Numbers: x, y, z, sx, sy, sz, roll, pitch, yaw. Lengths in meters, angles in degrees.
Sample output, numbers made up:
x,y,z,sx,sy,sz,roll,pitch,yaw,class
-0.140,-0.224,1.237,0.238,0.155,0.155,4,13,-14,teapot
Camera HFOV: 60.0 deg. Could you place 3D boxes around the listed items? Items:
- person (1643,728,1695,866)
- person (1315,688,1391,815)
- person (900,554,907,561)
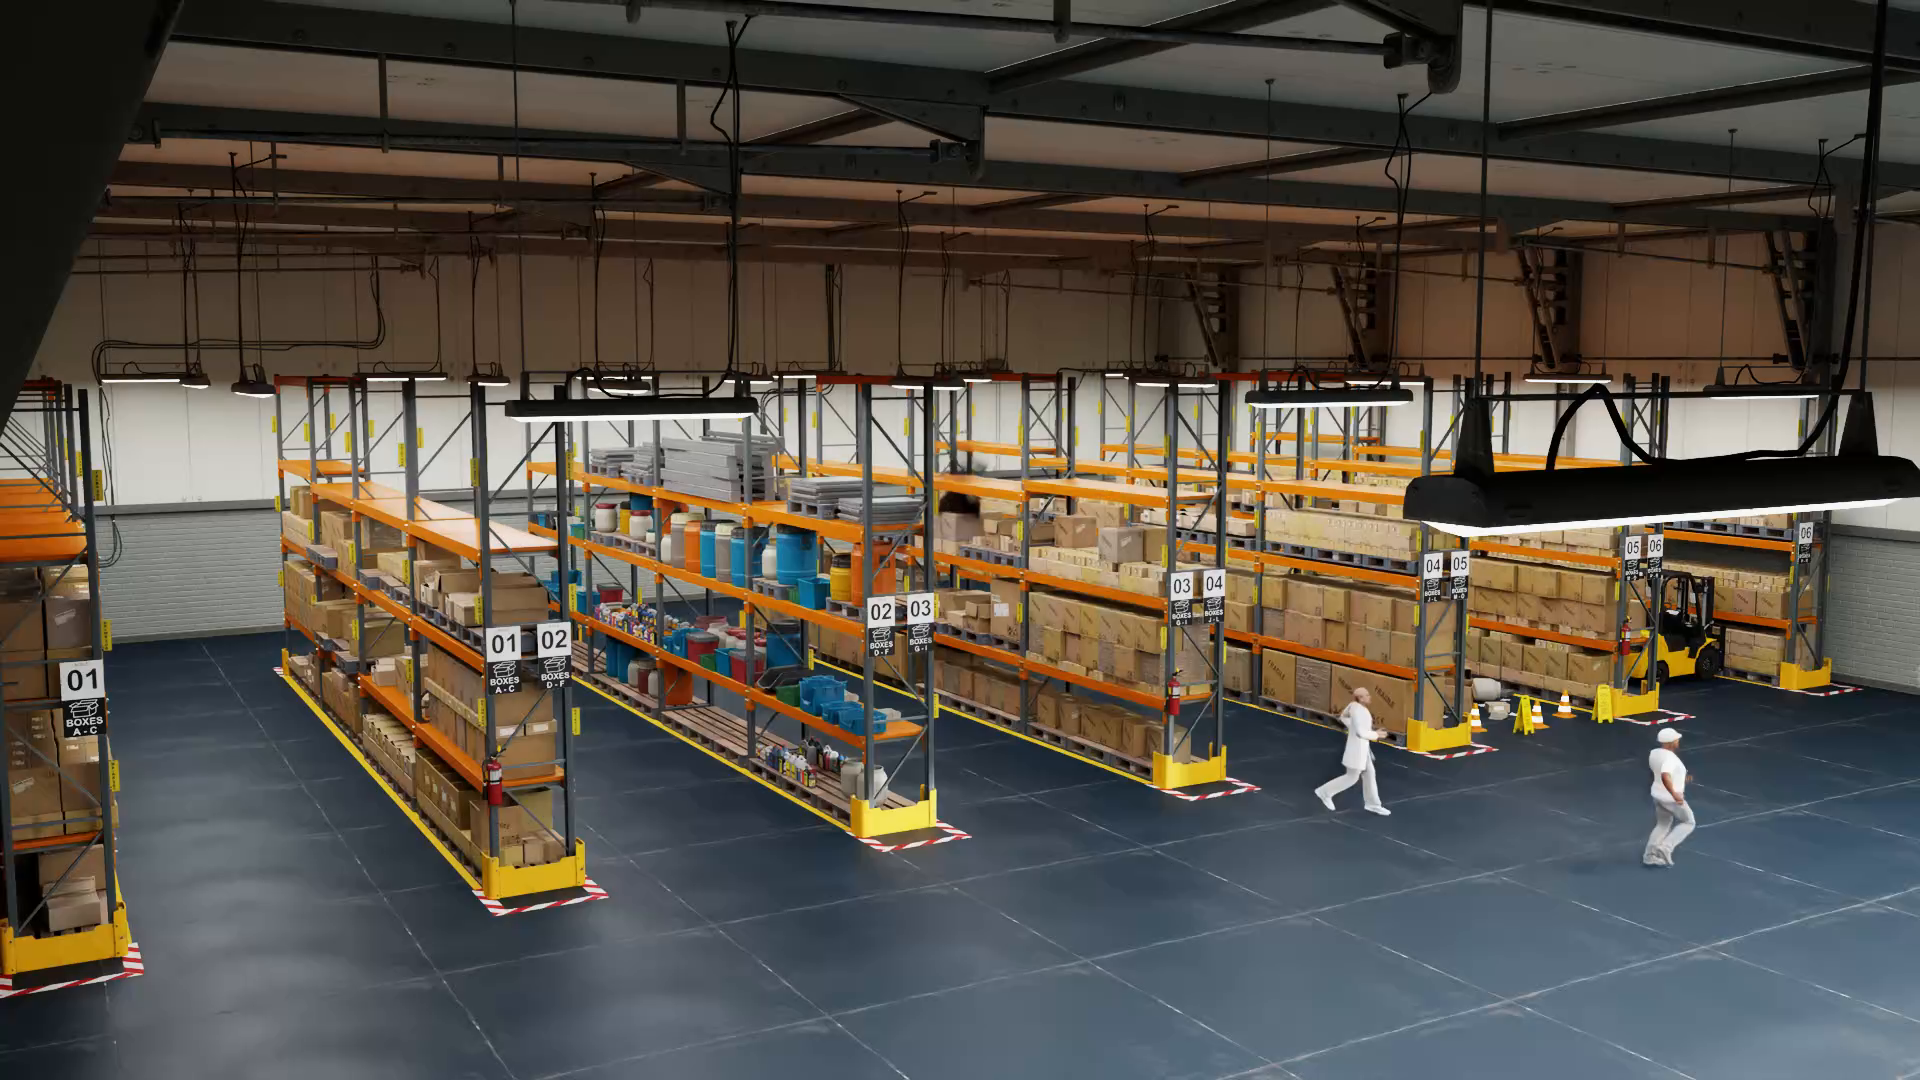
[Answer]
x,y,z,sx,sy,sz,roll,pitch,yaw,class
8.849,3.192,20.679,0.644,1.724,0.682,-1,6,-9,person
5.466,2.929,23.079,1.048,1.796,0.718,1,6,10,person
-1.468,1.009,41.595,0.687,1.597,0.739,-6,8,-42,person
